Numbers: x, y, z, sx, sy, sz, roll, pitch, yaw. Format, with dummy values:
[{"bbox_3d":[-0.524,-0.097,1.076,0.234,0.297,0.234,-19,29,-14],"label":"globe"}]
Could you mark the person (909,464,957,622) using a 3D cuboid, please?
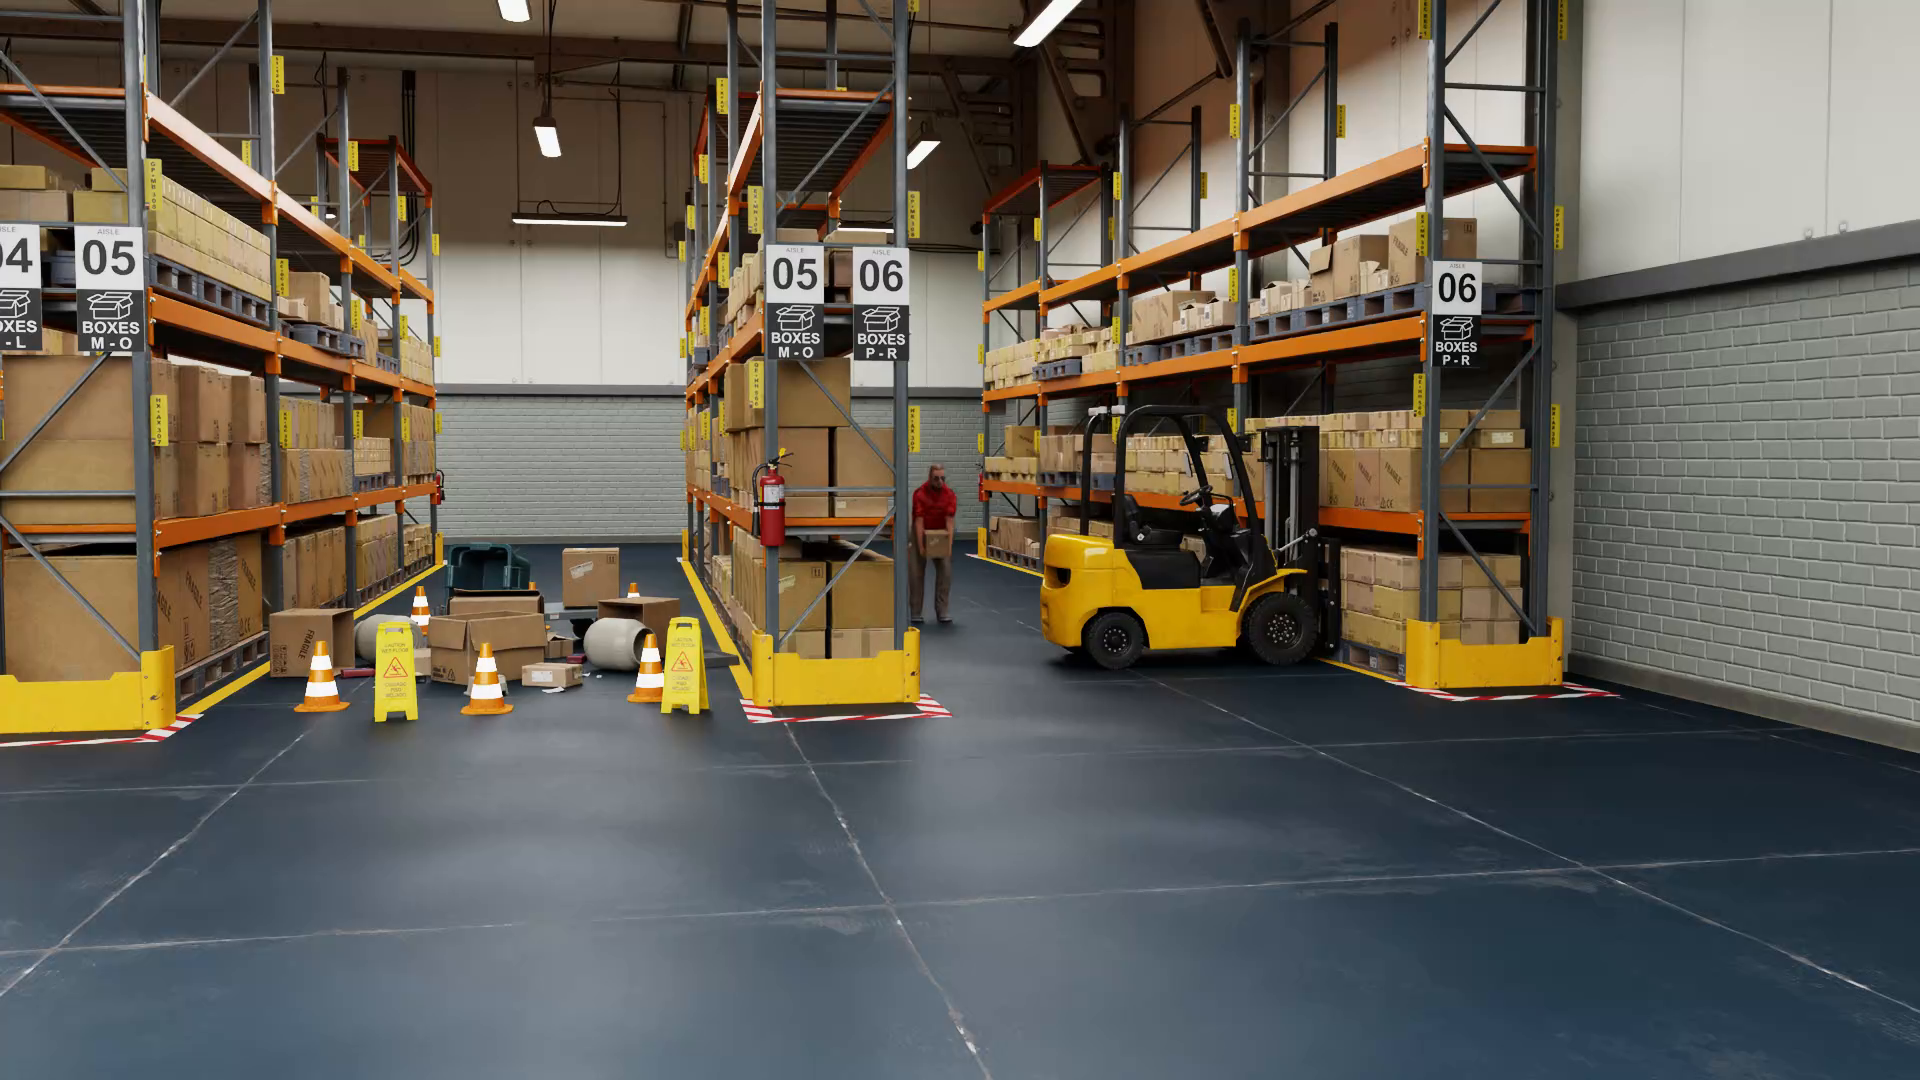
[{"bbox_3d":[-0.287,0.032,17.430,0.480,1.655,0.606,-1,3,-12],"label":"person"}]
